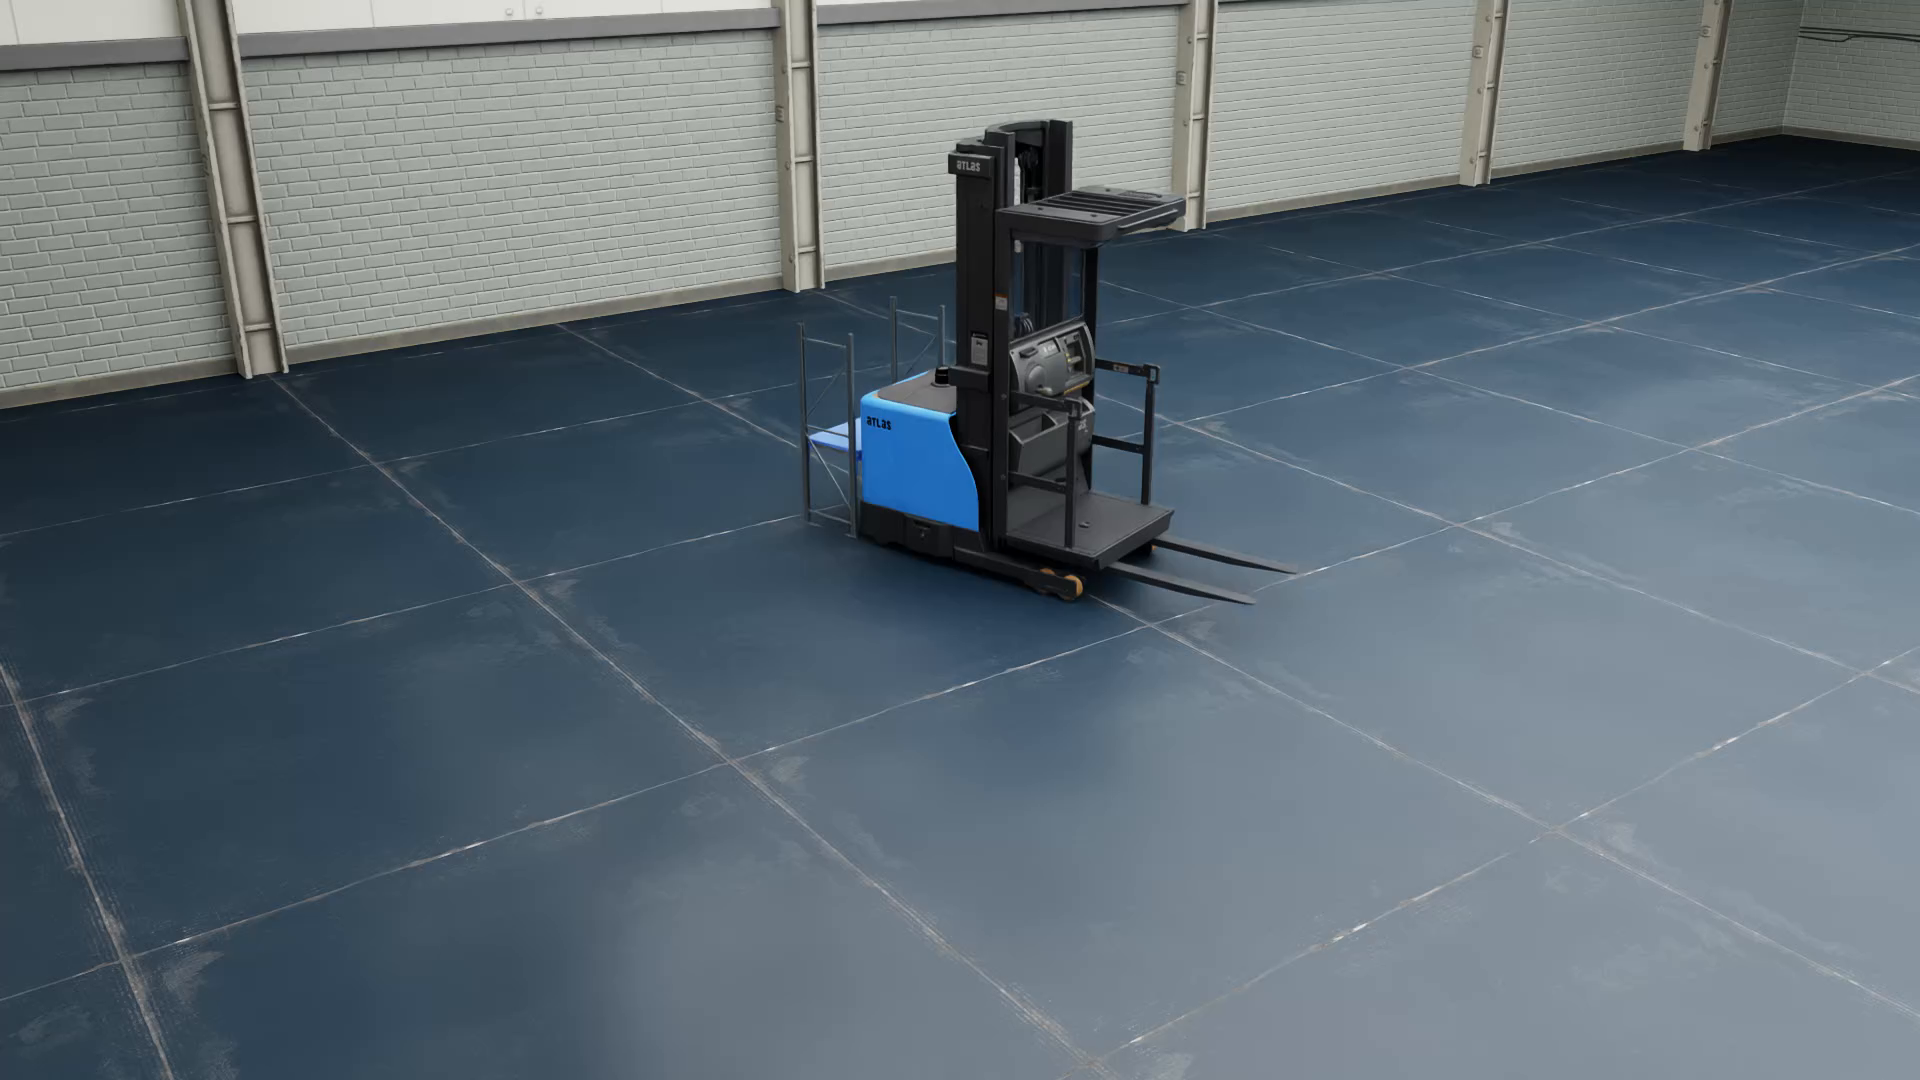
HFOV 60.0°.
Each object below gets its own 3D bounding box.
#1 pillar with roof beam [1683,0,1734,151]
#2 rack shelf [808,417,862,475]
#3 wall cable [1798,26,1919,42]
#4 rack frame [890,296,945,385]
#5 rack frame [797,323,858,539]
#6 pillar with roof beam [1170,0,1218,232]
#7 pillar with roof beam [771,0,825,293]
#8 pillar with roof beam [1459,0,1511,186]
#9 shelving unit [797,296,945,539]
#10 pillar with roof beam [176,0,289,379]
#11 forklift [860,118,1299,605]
[{"bbox_3d":[15.322,-9.690,24.038,0.400,9.000,9.100,-15,26,-33],"label":"pillar with roof beam"},{"bbox_3d":[-0.627,-0.750,12.236,0.538,0.185,1.000,16,27,35],"label":"rack shelf"},{"bbox_3d":[15.972,-9.783,28.461,0.112,2.526,3.097,-15,26,-33],"label":"wall cable"},{"bbox_3d":[-0.316,-1.066,12.543,0.500,1.500,0.032,16,27,35],"label":"rack frame"},{"bbox_3d":[-0.937,-0.767,11.795,0.500,1.500,0.032,16,27,35],"label":"rack frame"},{"bbox_3d":[5.581,-7.093,17.529,0.400,9.000,9.100,-15,26,-33],"label":"pillar with roof beam"},{"bbox_3d":[0.711,-5.794,14.275,0.400,9.000,9.100,-15,26,-33],"label":"pillar with roof beam"},{"bbox_3d":[10.452,-8.391,20.784,0.400,9.000,9.100,-15,26,-33],"label":"pillar with roof beam"},{"bbox_3d":[-0.627,-0.917,12.169,0.538,1.500,1.048,16,27,35],"label":"shelving unit"},{"bbox_3d":[-4.160,-4.495,11.020,0.400,9.000,9.100,-15,26,-33],"label":"pillar with roof beam"},{"bbox_3d":[0.785,-1.186,10.914,3.031,2.935,1.130,15,26,33],"label":"forklift"}]
